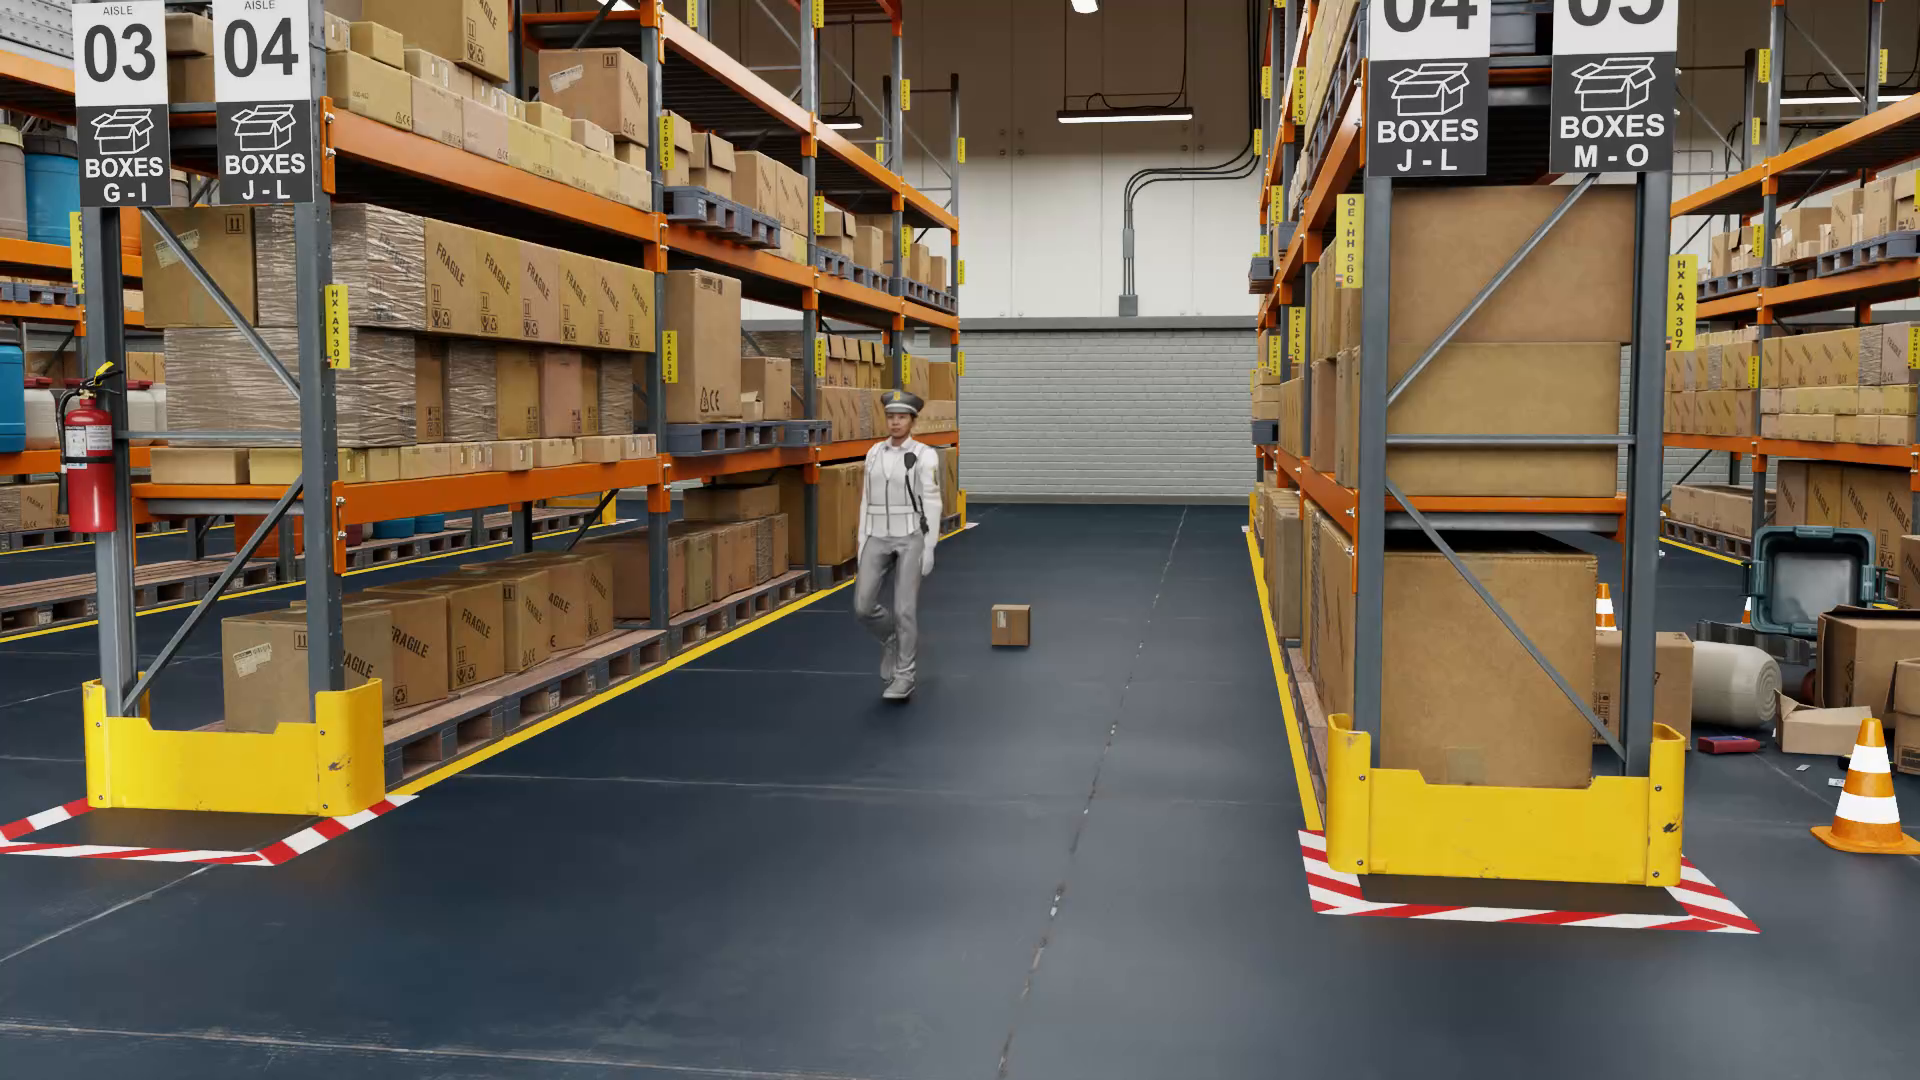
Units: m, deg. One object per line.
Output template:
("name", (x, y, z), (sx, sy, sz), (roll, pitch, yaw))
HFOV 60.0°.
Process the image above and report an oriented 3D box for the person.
("person", (-0.334, 0.013, 9.199), (0.499, 1.682, 0.468), (2, 5, 21))
